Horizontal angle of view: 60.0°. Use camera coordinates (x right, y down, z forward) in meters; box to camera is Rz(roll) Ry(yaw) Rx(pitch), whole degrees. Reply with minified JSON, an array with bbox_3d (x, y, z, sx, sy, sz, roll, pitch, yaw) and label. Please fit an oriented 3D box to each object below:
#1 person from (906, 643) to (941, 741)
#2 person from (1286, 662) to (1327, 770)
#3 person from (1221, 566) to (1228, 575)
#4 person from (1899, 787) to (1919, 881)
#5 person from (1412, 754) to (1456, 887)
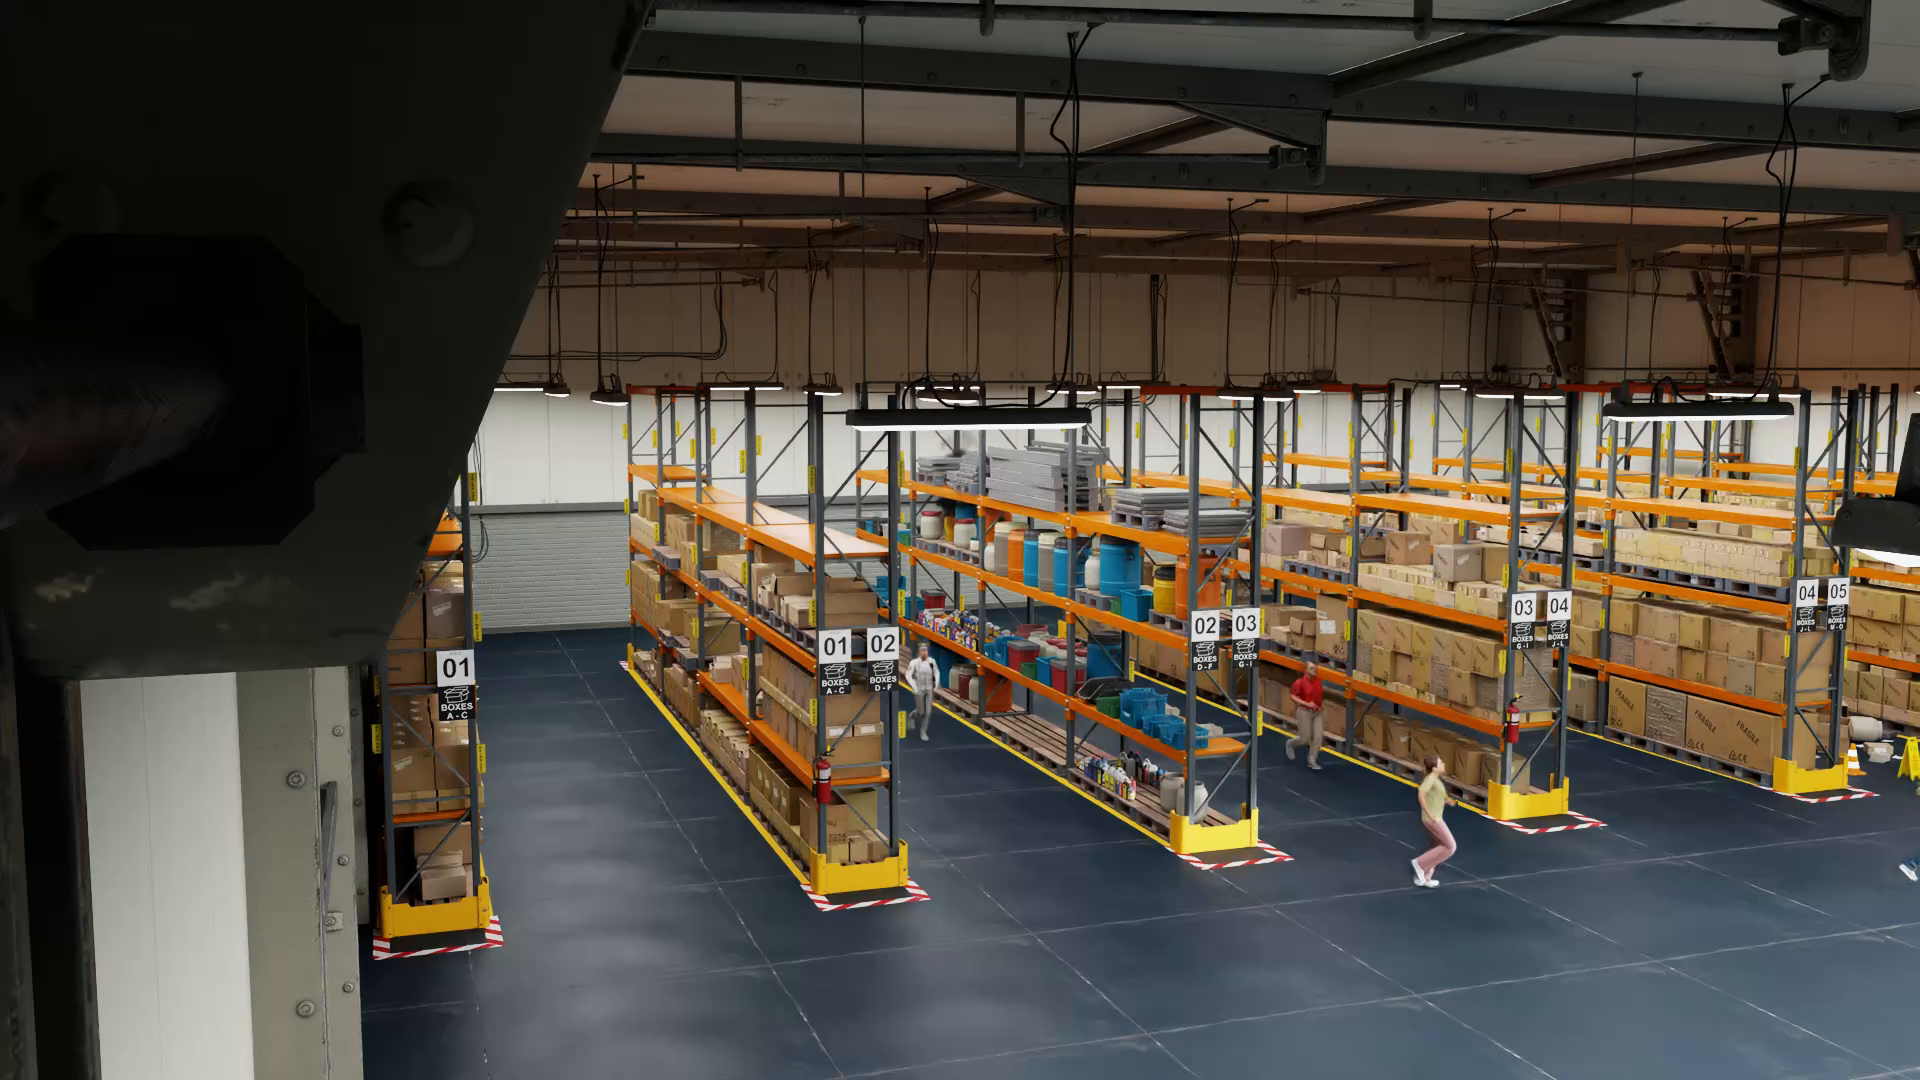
[{"bbox_3d":[-0.628,2.571,28.554,0.617,1.678,0.607,-2,6,-17],"label":"person"},{"bbox_3d":[5.515,2.764,26.405,0.668,1.691,0.741,-3,7,-28],"label":"person"},{"bbox_3d":[6.186,1.314,40.212,0.651,1.706,0.640,4,7,33],"label":"person"},{"bbox_3d":[11.878,3.451,20.158,0.877,1.605,0.538,1,6,10],"label":"person"},{"bbox_3d":[5.783,3.423,20.278,0.514,1.638,0.624,1,6,14],"label":"person"}]
